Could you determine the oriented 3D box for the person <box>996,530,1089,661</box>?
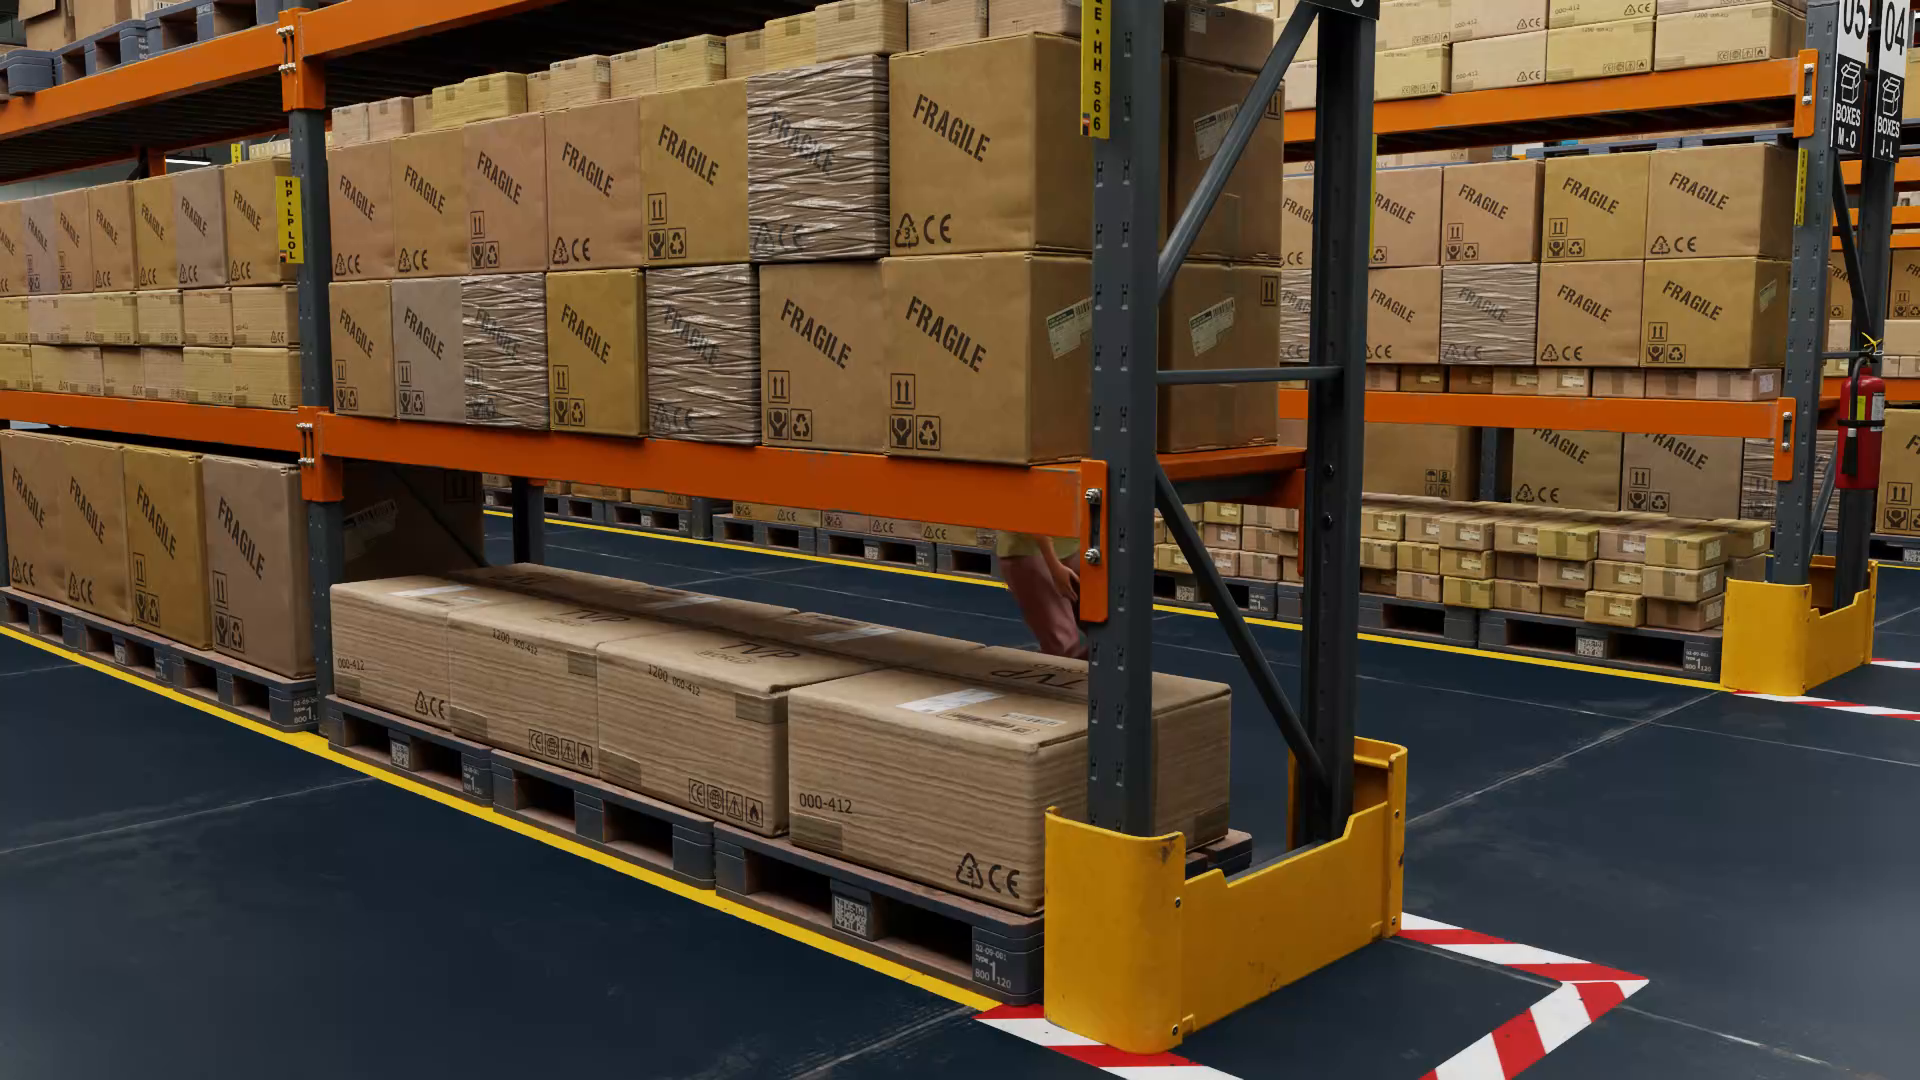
[{"bbox_3d":[0.420,0.080,6.312,0.498,1.515,0.532,-7,10,-44],"label":"person"}]
